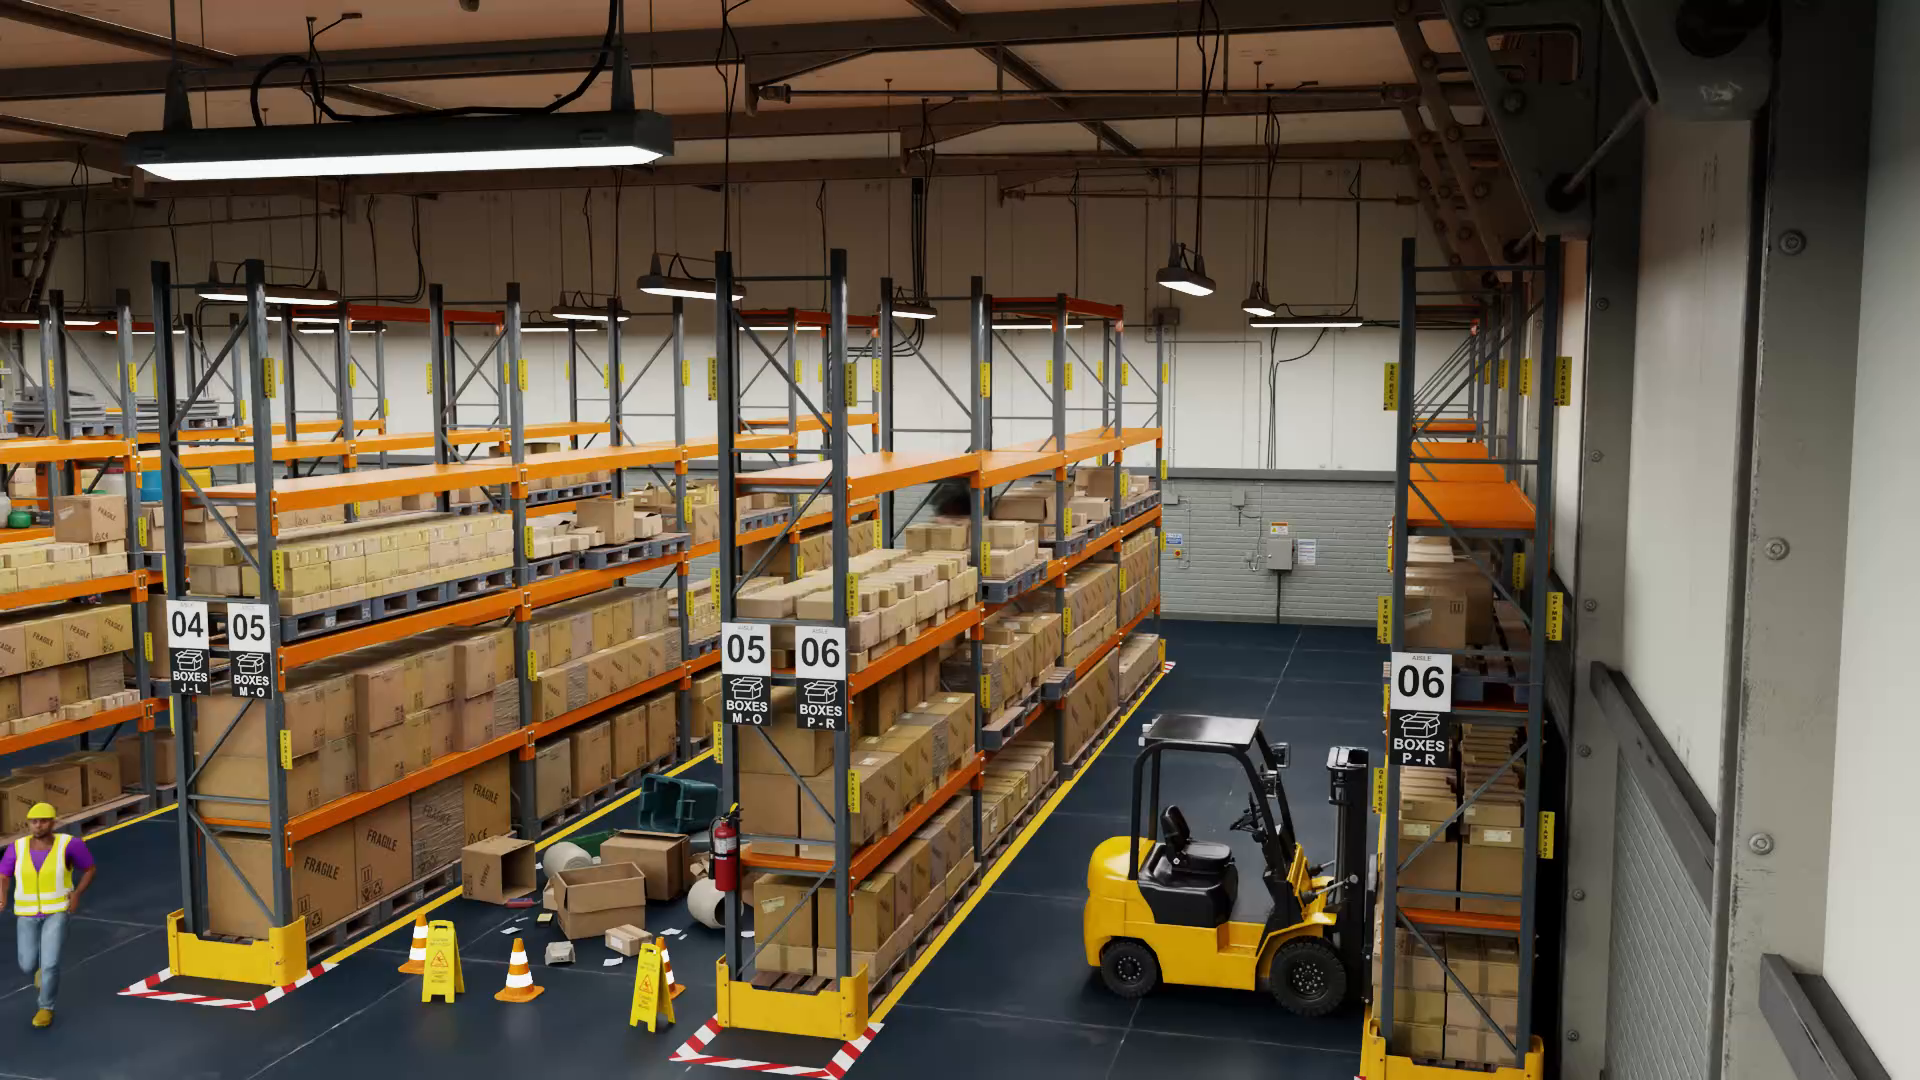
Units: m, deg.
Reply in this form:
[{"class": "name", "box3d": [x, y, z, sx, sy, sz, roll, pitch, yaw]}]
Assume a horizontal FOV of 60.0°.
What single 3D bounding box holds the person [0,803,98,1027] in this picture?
[{"class": "person", "box3d": [-7.247, 2.927, 13.204, 0.714, 1.728, 0.669, -2, 6, -15]}]
